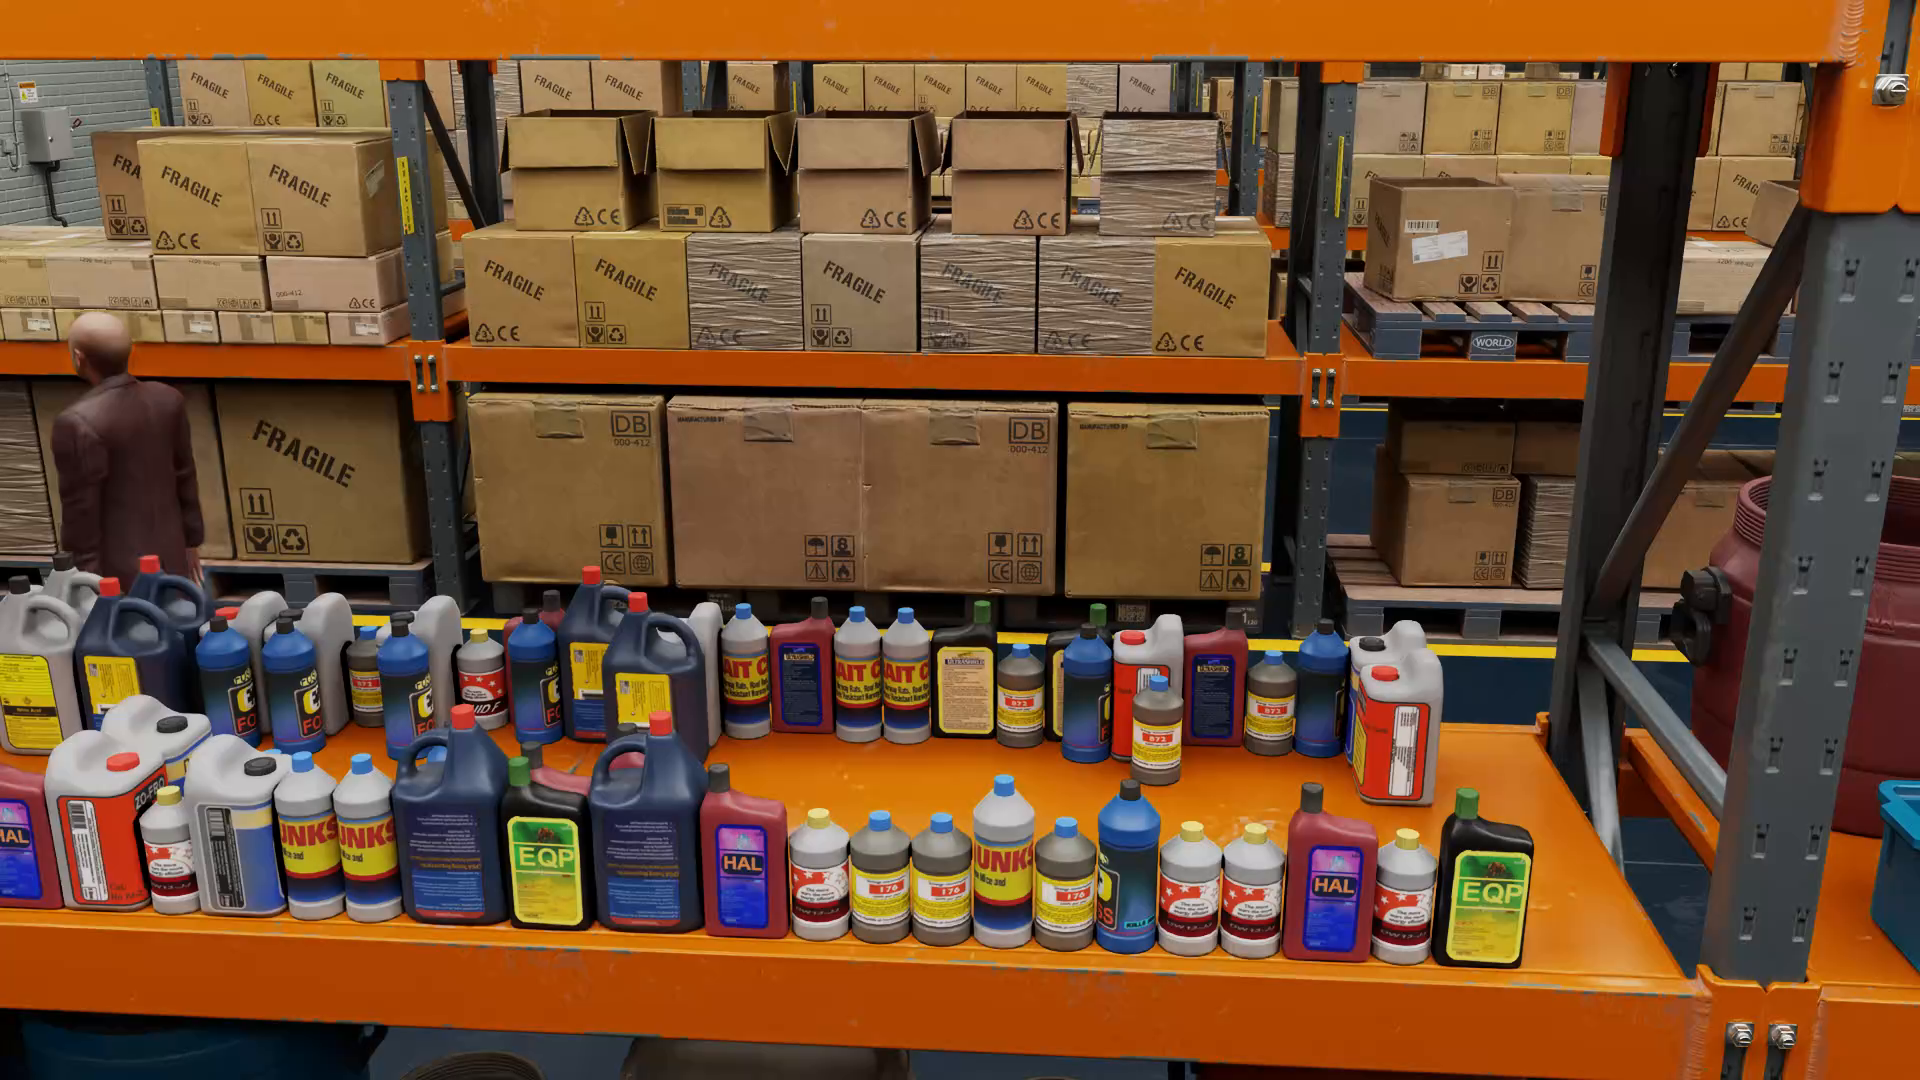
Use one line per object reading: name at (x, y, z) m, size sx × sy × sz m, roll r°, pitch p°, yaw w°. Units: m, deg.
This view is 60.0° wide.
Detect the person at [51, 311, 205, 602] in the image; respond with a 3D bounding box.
person at (-2.816, 0.083, 5.743) m, size 0.780 × 1.754 × 0.605 m, roll 6°, pitch 18°, yaw 17°
